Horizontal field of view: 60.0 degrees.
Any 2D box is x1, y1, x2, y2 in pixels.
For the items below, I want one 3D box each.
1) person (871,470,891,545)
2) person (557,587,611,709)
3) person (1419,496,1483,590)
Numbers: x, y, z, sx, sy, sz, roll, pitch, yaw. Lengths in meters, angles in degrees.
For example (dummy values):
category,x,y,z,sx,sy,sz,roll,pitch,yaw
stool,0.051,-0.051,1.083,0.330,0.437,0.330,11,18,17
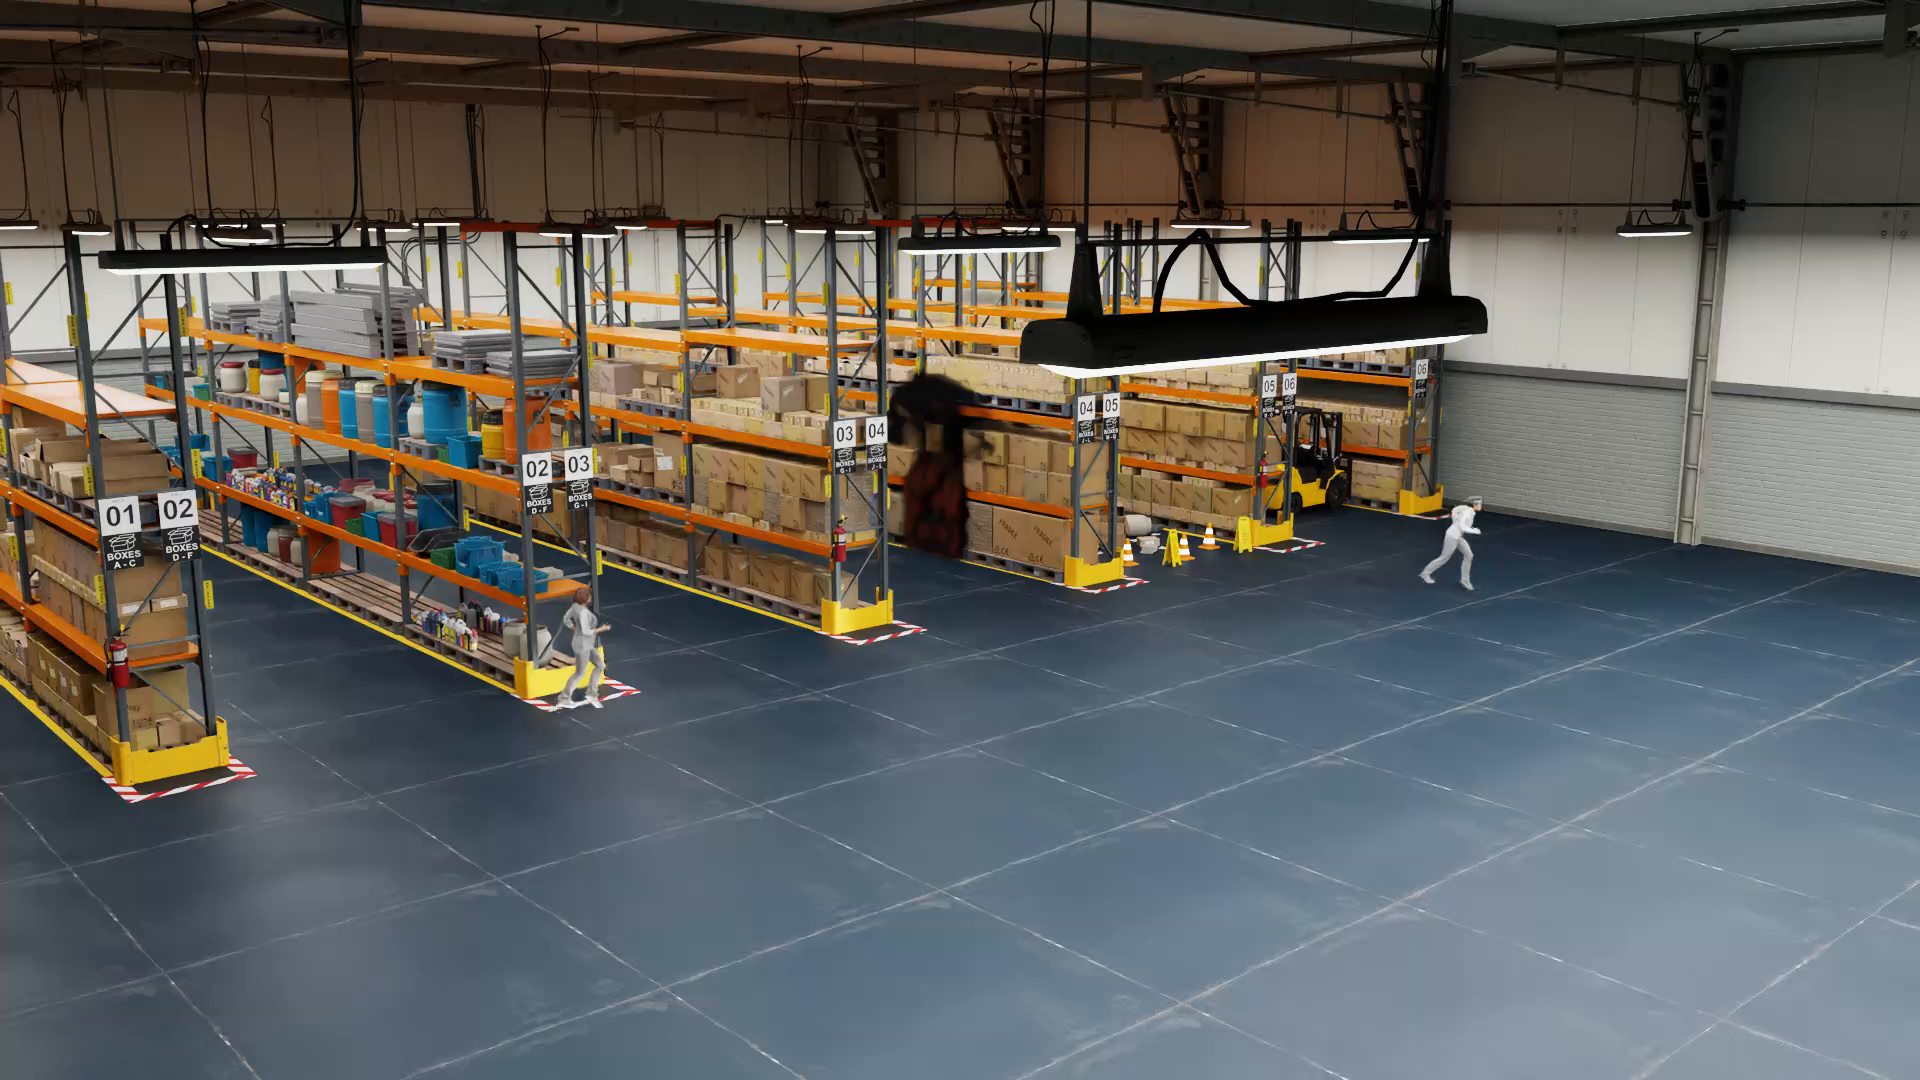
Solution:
category,x,y,z,sx,sy,sz,roll,pitch,yaw
person,-1.593,-0.808,30.031,0.815,1.808,0.707,10,15,41
person,-4.748,1.388,20.982,0.706,1.637,0.513,-3,12,-17
person,8.216,0.037,27.829,0.956,1.624,0.656,3,12,17
